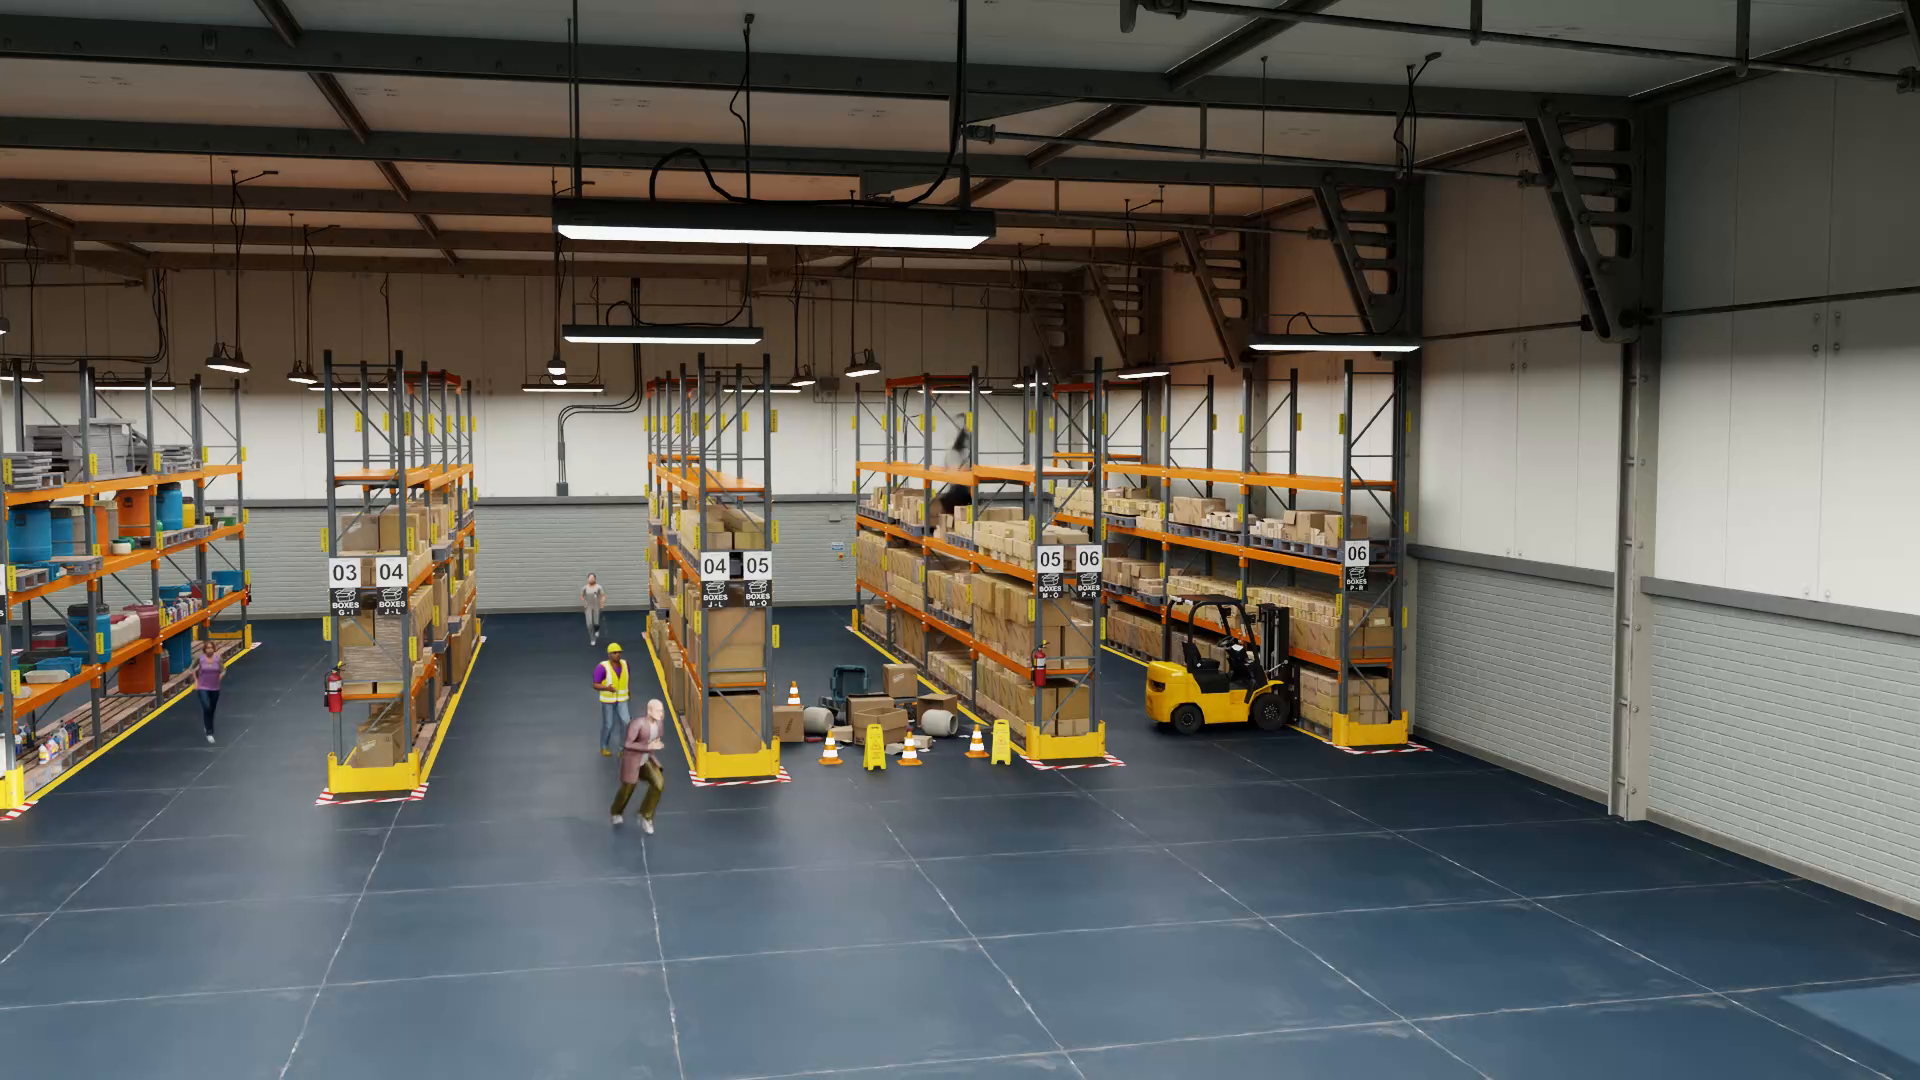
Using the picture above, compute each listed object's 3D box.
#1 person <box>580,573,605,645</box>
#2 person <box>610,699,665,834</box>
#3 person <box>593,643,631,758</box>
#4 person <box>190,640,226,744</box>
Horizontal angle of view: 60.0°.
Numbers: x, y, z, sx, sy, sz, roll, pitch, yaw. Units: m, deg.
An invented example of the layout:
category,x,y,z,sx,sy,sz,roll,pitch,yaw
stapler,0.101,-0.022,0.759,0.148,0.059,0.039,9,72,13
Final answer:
category,x,y,z,sx,sy,sz,roll,pitch,yaw
person,-8.367,1.564,37.872,0.565,1.630,0.572,-1,4,-8
person,-3.941,2.850,20.479,1.060,1.554,0.748,3,5,39
person,-5.125,2.416,24.599,0.628,1.813,0.826,-2,4,-27
person,-11.871,2.389,26.289,0.476,1.637,0.826,-3,5,-40
